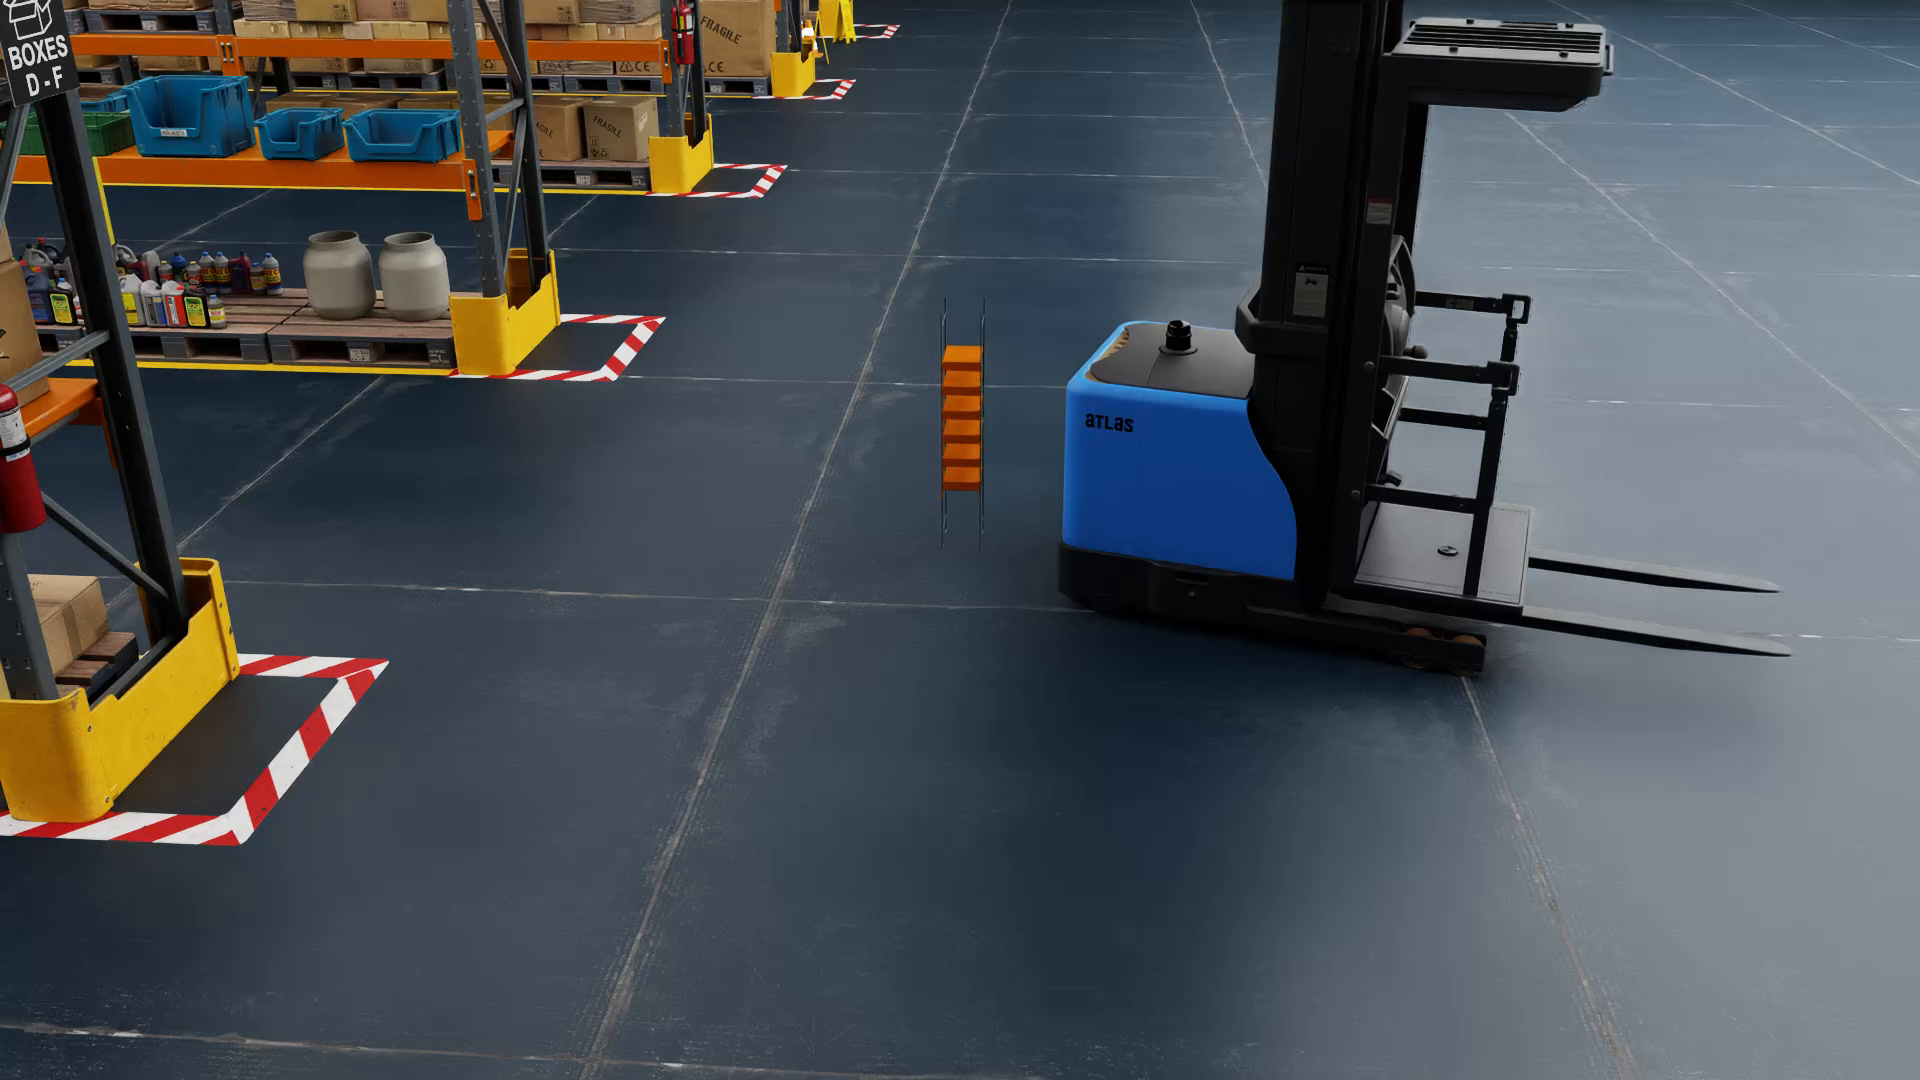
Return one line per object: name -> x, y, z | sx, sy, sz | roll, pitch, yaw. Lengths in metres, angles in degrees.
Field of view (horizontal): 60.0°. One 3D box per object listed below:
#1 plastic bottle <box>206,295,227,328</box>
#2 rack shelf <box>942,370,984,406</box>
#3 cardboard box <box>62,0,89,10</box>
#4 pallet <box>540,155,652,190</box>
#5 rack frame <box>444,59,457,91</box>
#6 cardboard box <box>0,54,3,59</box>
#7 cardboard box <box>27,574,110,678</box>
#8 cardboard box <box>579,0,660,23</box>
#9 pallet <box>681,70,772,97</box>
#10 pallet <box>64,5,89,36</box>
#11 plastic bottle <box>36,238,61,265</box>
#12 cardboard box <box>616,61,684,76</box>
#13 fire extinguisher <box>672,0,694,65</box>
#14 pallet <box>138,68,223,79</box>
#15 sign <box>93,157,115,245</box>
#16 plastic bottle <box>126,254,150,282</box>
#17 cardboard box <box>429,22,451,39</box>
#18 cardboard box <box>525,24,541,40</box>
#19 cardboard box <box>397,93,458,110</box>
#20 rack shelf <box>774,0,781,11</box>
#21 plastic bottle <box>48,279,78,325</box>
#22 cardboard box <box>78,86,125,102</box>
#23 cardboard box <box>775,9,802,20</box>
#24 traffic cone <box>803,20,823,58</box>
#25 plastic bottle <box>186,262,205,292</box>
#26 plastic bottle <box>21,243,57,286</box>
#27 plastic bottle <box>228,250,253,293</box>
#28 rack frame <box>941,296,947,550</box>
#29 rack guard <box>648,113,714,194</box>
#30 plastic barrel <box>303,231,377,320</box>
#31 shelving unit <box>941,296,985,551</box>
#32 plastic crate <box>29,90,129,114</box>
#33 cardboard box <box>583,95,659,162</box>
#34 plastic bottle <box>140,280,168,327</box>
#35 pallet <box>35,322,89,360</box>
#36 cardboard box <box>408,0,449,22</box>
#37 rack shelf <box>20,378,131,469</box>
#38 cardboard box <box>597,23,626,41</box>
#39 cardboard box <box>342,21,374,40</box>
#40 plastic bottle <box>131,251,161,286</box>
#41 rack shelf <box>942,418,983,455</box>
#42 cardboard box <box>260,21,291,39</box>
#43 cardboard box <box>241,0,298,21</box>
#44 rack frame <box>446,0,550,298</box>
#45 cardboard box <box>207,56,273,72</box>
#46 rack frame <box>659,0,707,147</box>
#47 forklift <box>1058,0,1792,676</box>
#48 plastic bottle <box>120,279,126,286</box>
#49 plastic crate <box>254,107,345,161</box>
plastic bottle -> -4.740, -1.461, 10.597 | 0.097, 0.201, 0.097 | 0, 25, 0
rack shelf -> 0.014, -0.722, 7.855 | 0.180, 0.103, 0.258 | 2, 25, 4
cardboard box -> -8.220, -5.103, 15.065 | 0.637, 0.503, 0.797 | 4, 25, 9
pallet -> -3.379, -3.497, 15.536 | 1.213, 0.211, 1.003 | 2, 25, 4
rack frame -> -6.004, -6.913, 19.623 | 0.127, 3.000, 1.000 | 2, 25, 4
cardboard box -> -11.714, -6.036, 20.207 | 0.500, 0.500, 0.500 | 1, 25, 2
cardboard box -> -3.776, 0.356, 6.613 | 0.500, 0.250, 0.500 | 2, 25, 4
cardboard box -> -3.042, -4.930, 14.840 | 0.500, 0.500, 0.875 | 2, 25, 4
pallet -> -2.819, -5.511, 19.913 | 1.213, 0.211, 1.003 | 2, 25, 4
pallet -> -8.496, -4.843, 15.356 | 1.213, 0.211, 1.003 | 2, 25, 4
plastic bottle -> -6.199, -1.880, 11.330 | 0.185, 0.351, 0.144 | 1, 25, 3
cardboard box -> -3.574, -6.032, 19.748 | 0.875, 0.875, 0.875 | 1, 25, 3
fire extinguisher -> -2.417, -4.490, 14.450 | 0.183, 0.674, 0.296 | 2, 25, 4
pallet -> -9.212, -5.717, 20.361 | 1.213, 0.211, 1.003 | 2, 25, 4
sign -> -3.210, -1.252, 6.192 | 0.005, 0.325, 0.100 | 2, 25, 4
plastic bottle -> -5.532, -1.782, 11.197 | 0.133, 0.283, 0.061 | 2, 25, 4
cardboard box -> -4.544, -4.571, 14.835 | 0.250, 0.149, 0.380 | 2, 25, 4
cardboard box -> -3.793, -4.564, 14.820 | 0.250, 0.149, 0.380 | 2, 25, 4
cardboard box -> -4.892, -3.872, 15.504 | 0.500, 0.500, 0.500 | 0, 25, -1
rack shelf -> -4.010, -6.522, 19.635 | 4.000, 0.370, 1.077 | 2, 25, 4
plastic bottle -> -5.741, -1.523, 10.633 | 0.133, 0.283, 0.061 | 3, 25, 6
cardboard box -> -8.127, -3.982, 15.719 | 0.500, 0.500, 0.700 | 0, 25, -1
cardboard box -> -2.588, -7.707, 24.137 | 0.500, 0.250, 0.500 | 2, 25, 4
traffic cone -> -2.011, -6.701, 22.199 | 0.334, 0.463, 0.336 | 2, 25, 4
plastic bottle -> -5.199, -1.790, 11.312 | 0.097, 0.201, 0.097 | 0, 25, 0
plastic bottle -> -6.210, -1.820, 11.199 | 0.185, 0.351, 0.144 | 2, 25, 4
plastic bottle -> -4.883, -1.825, 11.290 | 0.133, 0.283, 0.061 | 2, 25, 5
rack frame -> -0.077, -0.548, 7.944 | 0.006, 1.200, 0.240 | 2, 25, 4
rack guard -> -2.572, -3.588, 15.387 | 0.348, 0.500, 1.175 | 2, 25, 4
plastic barrel -> -4.037, -1.722, 10.817 | 0.421, 0.512, 0.421 | 0, 25, 0
shelving unit -> 0.014, -0.545, 7.937 | 0.189, 1.200, 0.258 | 2, 25, 4
plastic crate -> -5.739, -2.795, 10.852 | 0.616, 0.251, 0.499 | 2, 25, 4
cardboard box -> -3.117, -3.803, 15.353 | 0.500, 0.500, 0.500 | 6, 25, 14
plastic bottle -> -5.128, -1.519, 10.633 | 0.135, 0.276, 0.152 | 1, 25, 3
pallet -> -6.197, -1.479, 11.150 | 1.213, 0.211, 1.003 | 2, 25, 4
cardboard box -> -4.543, -4.951, 14.885 | 0.500, 0.500, 0.875 | 2, 25, 4
rack shelf -> -5.252, -0.329, 6.177 | 4.000, 0.370, 1.077 | 2, 25, 4
cardboard box -> -3.045, -4.538, 14.763 | 0.250, 0.149, 0.380 | 2, 25, 4
cardboard box -> -5.297, -4.563, 14.818 | 0.250, 0.149, 0.380 | 2, 25, 4
plastic bottle -> -5.524, -1.823, 11.295 | 0.135, 0.276, 0.152 | 2, 25, 5
rack shelf -> 0.014, -0.504, 7.956 | 0.180, 0.103, 0.258 | 2, 25, 4
cardboard box -> -6.045, -4.589, 14.874 | 0.250, 0.149, 0.380 | 2, 25, 4
cardboard box -> -6.040, -4.989, 14.967 | 0.500, 0.500, 0.875 | 2, 25, 4
rack frame -> -2.875, -2.656, 10.373 | 0.127, 3.000, 1.000 | 2, 25, 4
cardboard box -> -8.520, -6.126, 20.103 | 0.750, 0.750, 1.050 | 2, 25, 5
rack frame -> -2.496, -4.721, 14.860 | 0.127, 3.000, 1.000 | 2, 25, 4
forklift -> 2.017, -1.014, 6.886 | 3.031, 2.935, 1.130 | 9, 26, 18
plastic bottle -> -5.492, -1.591, 10.790 | 0.135, 0.276, 0.152 | 2, 25, 4
plastic crate -> -4.044, -2.503, 10.219 | 0.408, 0.251, 0.499 | 2, 25, 4
